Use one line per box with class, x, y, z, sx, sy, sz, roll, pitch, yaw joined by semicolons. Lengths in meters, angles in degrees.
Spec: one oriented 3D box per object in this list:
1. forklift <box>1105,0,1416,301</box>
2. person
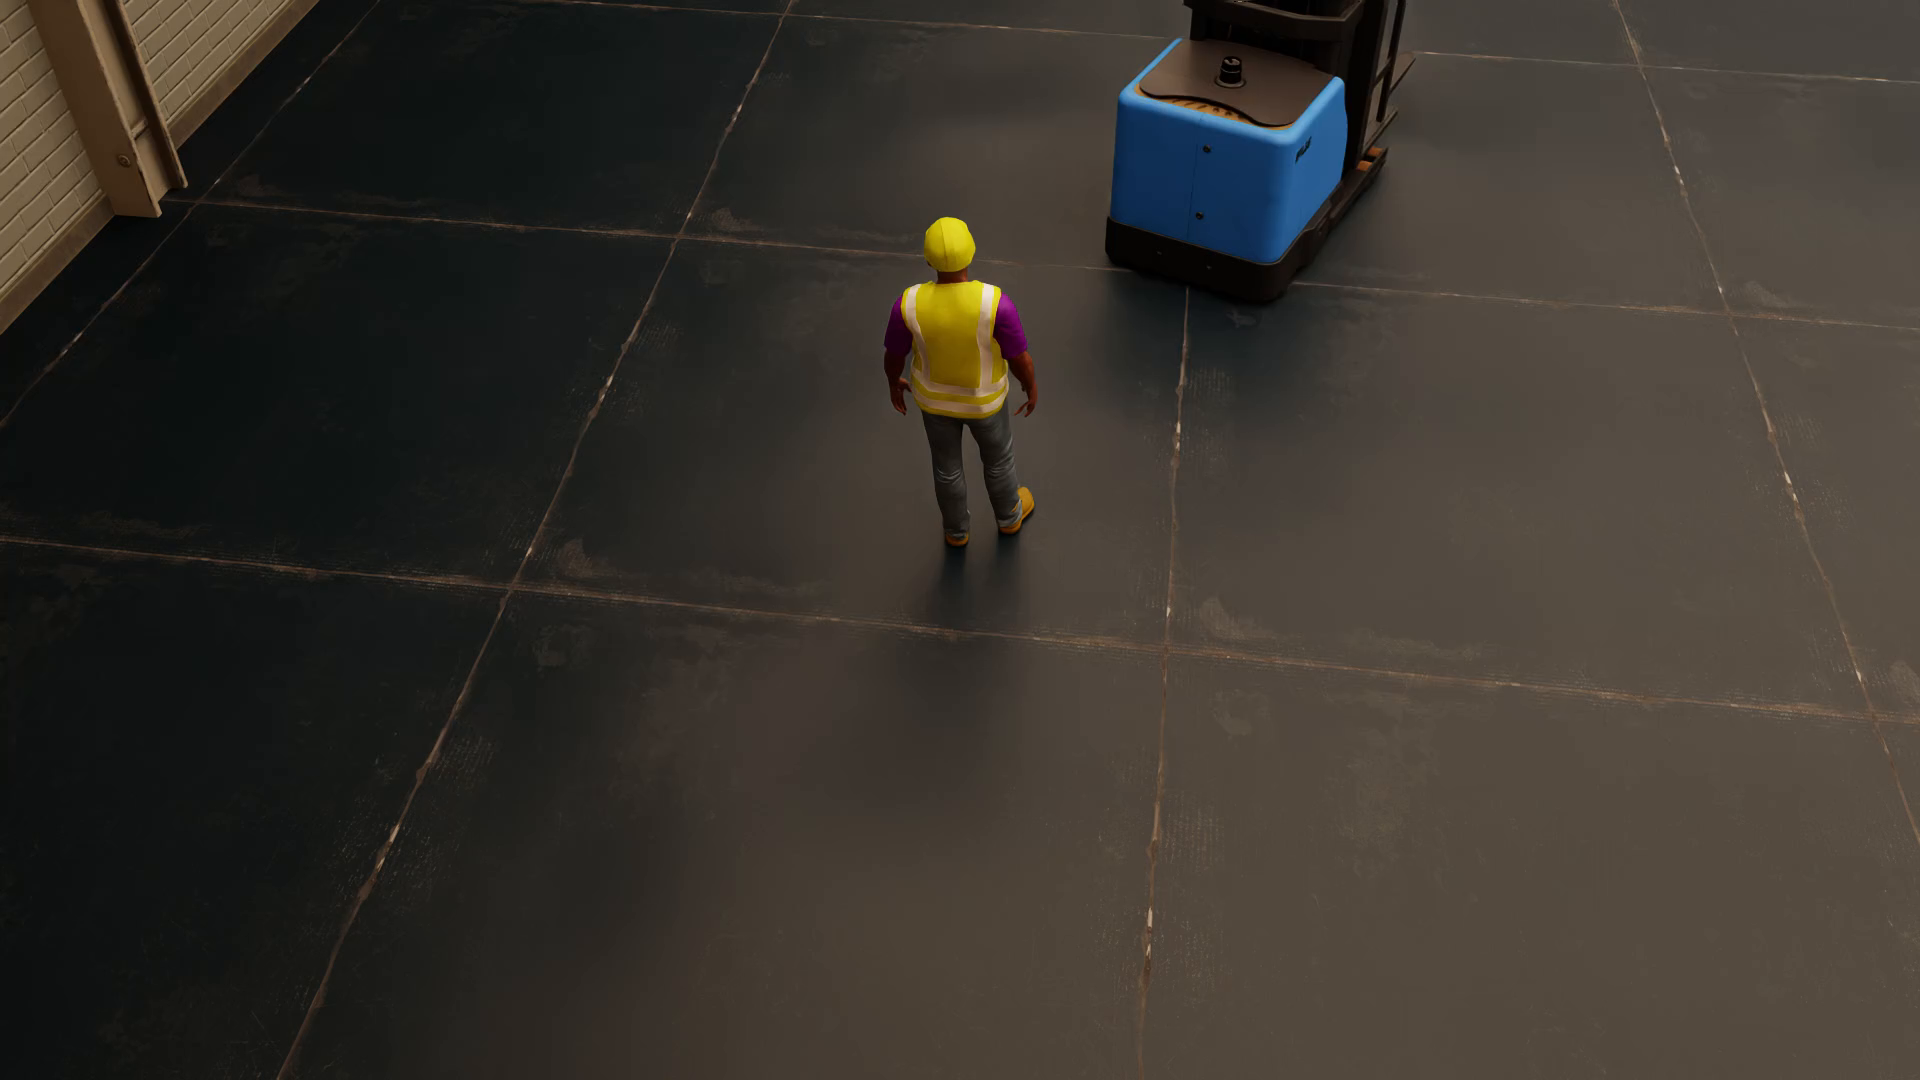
forklift;2.004;-3.388;9.412;1.130;2.935;3.031;21;47;21
person;0.016;-0.702;7.338;0.665;1.765;0.577;5;43;6
